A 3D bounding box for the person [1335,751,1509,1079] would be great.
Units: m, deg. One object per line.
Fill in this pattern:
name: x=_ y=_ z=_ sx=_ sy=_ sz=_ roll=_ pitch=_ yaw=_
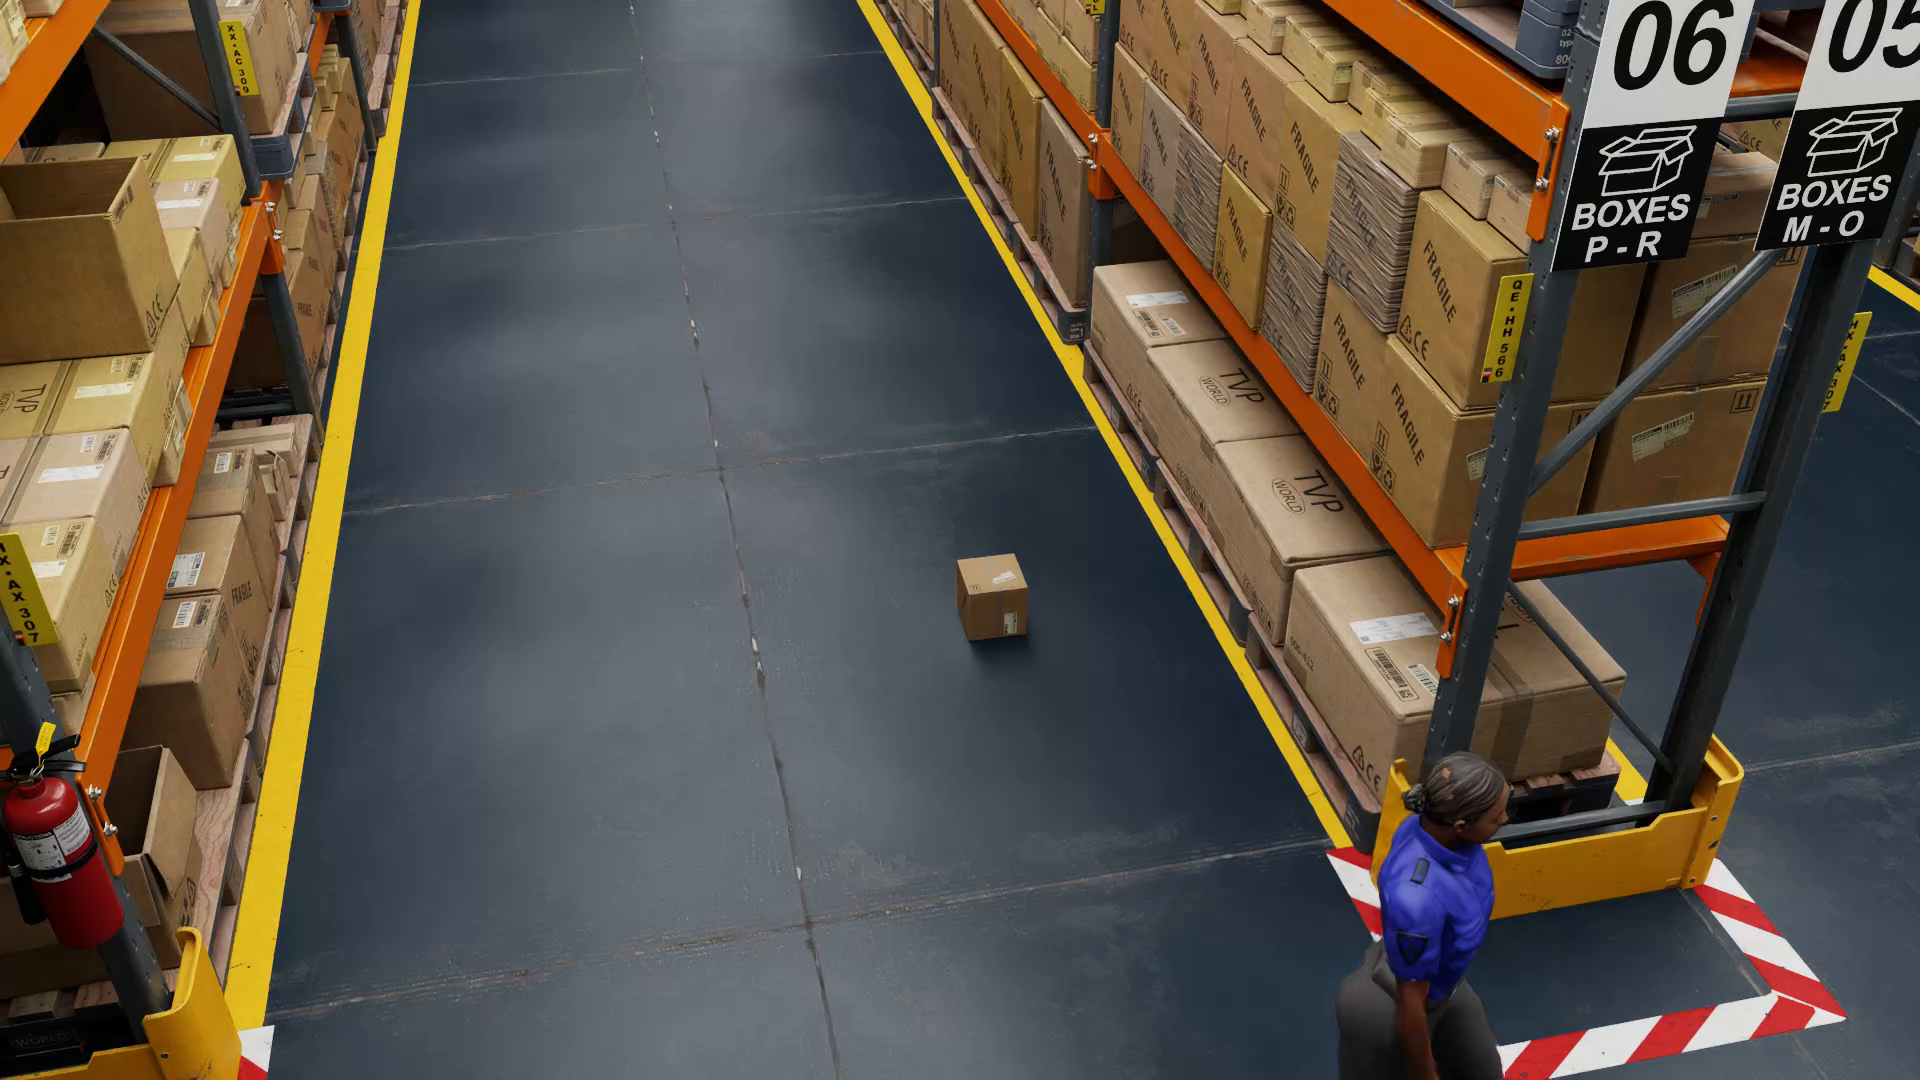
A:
person: x=1.214 y=1.229 z=4.324 sx=0.441 sy=1.650 sz=0.521 roll=17 pitch=38 yaw=23
